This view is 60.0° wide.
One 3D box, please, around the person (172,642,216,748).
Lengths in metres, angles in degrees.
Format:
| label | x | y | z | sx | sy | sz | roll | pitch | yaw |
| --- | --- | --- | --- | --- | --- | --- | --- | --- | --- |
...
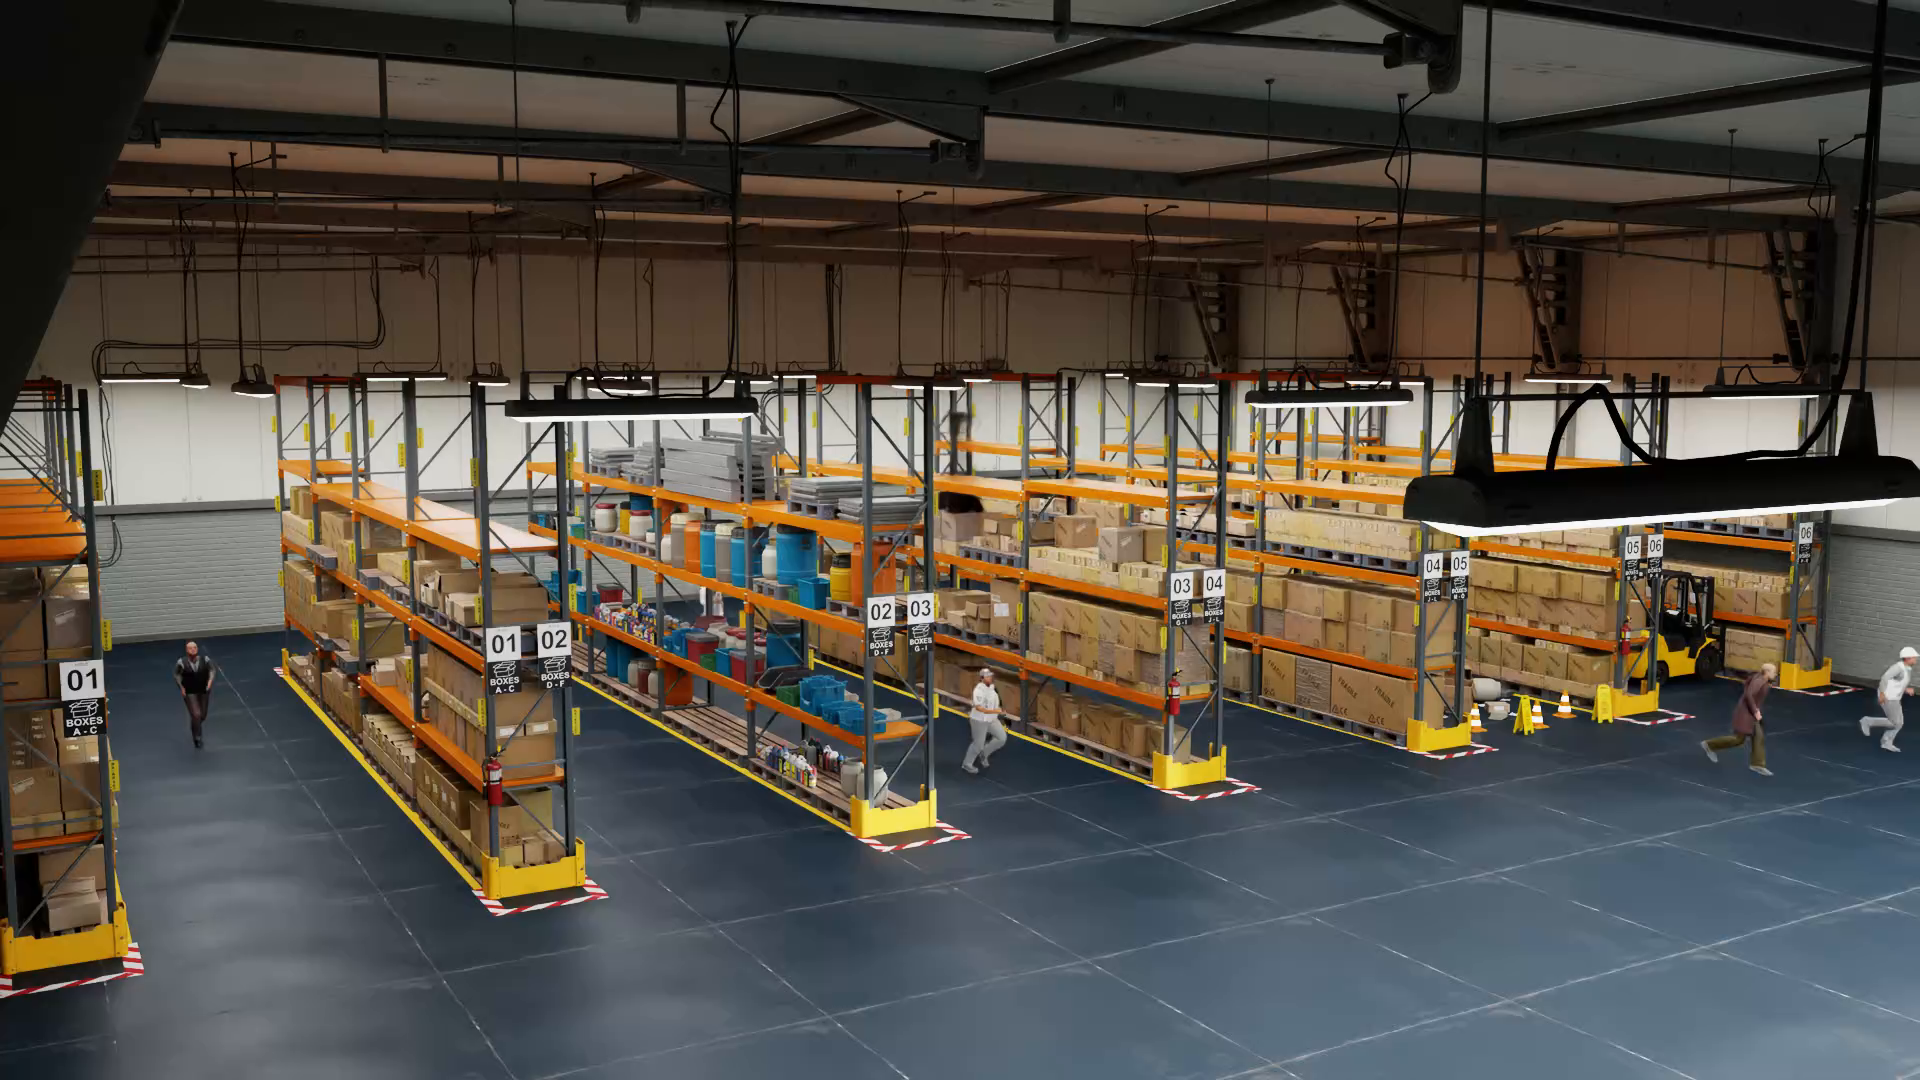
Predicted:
| label | x | y | z | sx | sy | sz | roll | pitch | yaw |
| --- | --- | --- | --- | --- | --- | --- | --- | --- | --- |
| person | -12.558 | 2.513 | 27.283 | 0.660 | 1.731 | 0.765 | -5 | 8 | -36 |

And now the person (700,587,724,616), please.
| label | x | y | z | sx | sy | sz | roll | pitch | yaw |
| --- | --- | --- | --- | --- | --- | --- | --- | --- | --- |
| person | -5.229 | 1.607 | 35.043 | 0.674 | 1.841 | 0.951 | -5 | 8 | -37 |

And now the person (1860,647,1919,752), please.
| label | x | y | z | sx | sy | sz | roll | pitch | yaw |
| --- | --- | --- | --- | --- | --- | --- | --- | --- | --- |
| person | 15.065 | 2.561 | 26.946 | 0.802 | 1.711 | 0.653 | 5 | 8 | 36 |

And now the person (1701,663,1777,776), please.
| label | x | y | z | sx | sy | sz | roll | pitch | yaw |
| --- | --- | --- | --- | --- | --- | --- | --- | --- | --- |
| person | 11.954 | 2.717 | 25.497 | 1.047 | 1.738 | 0.733 | 3 | 7 | 23 |

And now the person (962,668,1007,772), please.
| label | x | y | z | sx | sy | sz | roll | pitch | yaw |
| --- | --- | --- | --- | --- | --- | --- | --- | --- | --- |
| person | 0.401 | 2.743 | 25.370 | 0.760 | 1.622 | 0.621 | 5 | 8 | 38 |
